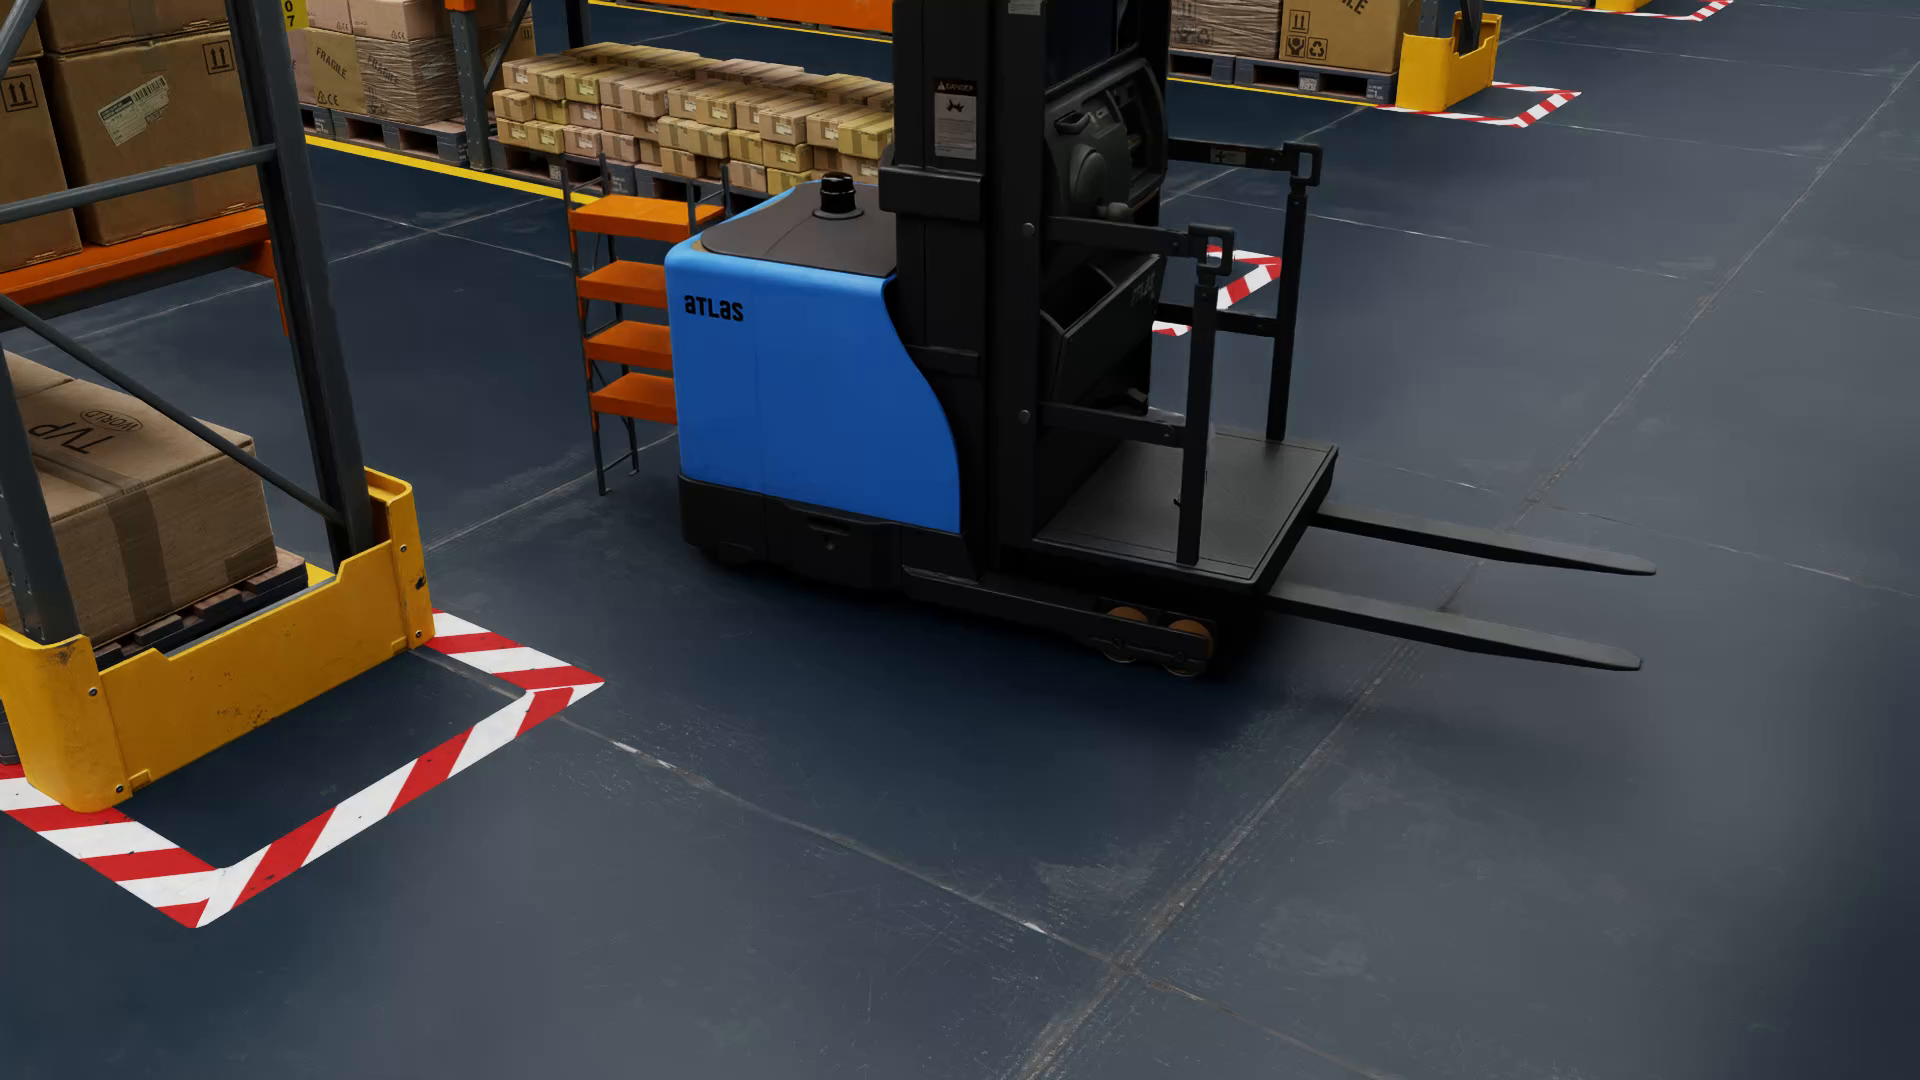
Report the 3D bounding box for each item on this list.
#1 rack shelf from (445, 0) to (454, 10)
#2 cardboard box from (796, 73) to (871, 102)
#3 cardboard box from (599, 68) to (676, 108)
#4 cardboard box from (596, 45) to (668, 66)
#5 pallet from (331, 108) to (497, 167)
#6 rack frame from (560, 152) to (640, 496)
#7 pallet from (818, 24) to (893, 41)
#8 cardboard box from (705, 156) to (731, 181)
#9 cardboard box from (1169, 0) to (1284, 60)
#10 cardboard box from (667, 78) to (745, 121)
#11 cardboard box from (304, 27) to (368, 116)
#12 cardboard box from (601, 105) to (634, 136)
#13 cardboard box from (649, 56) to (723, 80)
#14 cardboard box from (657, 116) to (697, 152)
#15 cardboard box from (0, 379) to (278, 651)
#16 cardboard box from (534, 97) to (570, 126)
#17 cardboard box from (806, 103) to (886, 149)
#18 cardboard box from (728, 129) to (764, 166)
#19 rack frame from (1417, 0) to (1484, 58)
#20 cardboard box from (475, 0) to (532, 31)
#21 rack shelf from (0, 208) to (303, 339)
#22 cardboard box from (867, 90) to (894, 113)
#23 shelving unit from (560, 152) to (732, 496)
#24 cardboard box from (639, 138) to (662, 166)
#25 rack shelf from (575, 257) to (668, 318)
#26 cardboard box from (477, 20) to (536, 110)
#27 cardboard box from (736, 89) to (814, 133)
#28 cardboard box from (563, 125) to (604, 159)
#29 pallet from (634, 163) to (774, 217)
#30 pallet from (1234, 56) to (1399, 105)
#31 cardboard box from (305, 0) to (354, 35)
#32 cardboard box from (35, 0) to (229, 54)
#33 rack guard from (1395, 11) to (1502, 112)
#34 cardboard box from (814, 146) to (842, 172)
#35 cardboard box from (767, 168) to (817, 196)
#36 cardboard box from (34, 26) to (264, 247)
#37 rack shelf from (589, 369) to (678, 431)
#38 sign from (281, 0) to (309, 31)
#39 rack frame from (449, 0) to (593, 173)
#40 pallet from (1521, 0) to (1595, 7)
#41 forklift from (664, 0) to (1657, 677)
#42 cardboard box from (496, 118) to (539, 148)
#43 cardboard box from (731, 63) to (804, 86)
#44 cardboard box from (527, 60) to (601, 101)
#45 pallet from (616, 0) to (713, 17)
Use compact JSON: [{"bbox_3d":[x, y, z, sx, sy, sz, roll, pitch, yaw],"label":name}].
[{"bbox_3d":[-4.324,-3.976,11.048,4.000,0.370,1.077,17,32,30],"label":"rack shelf"},{"bbox_3d":[-0.714,-2.529,9.437,0.250,0.149,0.380,18,32,31],"label":"cardboard box"},{"bbox_3d":[-1.851,-2.601,9.577,0.250,0.149,0.380,16,31,29],"label":"cardboard box"},{"bbox_3d":[-2.002,-2.920,10.204,0.250,0.149,0.380,18,32,31],"label":"cardboard box"},{"bbox_3d":[-3.318,-2.739,10.900,1.213,0.211,1.003,17,32,30],"label":"pallet"},{"bbox_3d":[-1.269,-0.748,5.897,0.015,1.200,0.240,11,29,21],"label":"rack frame"},{"bbox_3d":[-0.462,-4.538,14.435,1.213,0.211,1.003,17,32,30],"label":"pallet"},{"bbox_3d":[-1.205,-2.129,9.306,0.250,0.149,0.380,18,32,32],"label":"cardboard box"},{"bbox_3d":[2.190,-4.192,12.560,0.875,0.875,0.875,17,32,30],"label":"cardboard box"},{"bbox_3d":[-1.416,-2.466,9.312,0.250,0.149,0.380,16,31,28],"label":"cardboard box"},{"bbox_3d":[-3.851,-3.083,10.795,0.500,0.500,0.500,16,31,29],"label":"cardboard box"},{"bbox_3d":[-1.856,-2.468,9.645,0.250,0.149,0.380,16,31,28],"label":"cardboard box"},{"bbox_3d":[-1.623,-2.762,9.895,0.250,0.149,0.380,18,32,32],"label":"cardboard box"},{"bbox_3d":[-1.471,-2.300,9.315,0.250,0.149,0.380,17,32,30],"label":"cardboard box"},{"bbox_3d":[-2.698,-0.056,4.915,0.875,0.438,0.875,16,31,29],"label":"cardboard box"},{"bbox_3d":[-2.298,-2.588,9.880,0.250,0.149,0.380,18,32,31],"label":"cardboard box"},{"bbox_3d":[-0.596,-2.174,8.738,0.250,0.149,0.380,16,31,28],"label":"cardboard box"},{"bbox_3d":[-1.039,-2.167,9.053,0.250,0.149,0.380,19,33,33],"label":"cardboard box"},{"bbox_3d":[3.513,-4.584,11.450,0.127,3.000,1.000,17,32,30],"label":"rack frame"},{"bbox_3d":[-3.135,-3.478,10.744,0.500,0.250,0.500,16,31,28],"label":"cardboard box"},{"bbox_3d":[-3.746,-1.072,5.342,4.000,0.370,1.077,17,32,30],"label":"rack shelf"},{"bbox_3d":[-0.299,-2.370,9.124,0.250,0.149,0.380,16,31,28],"label":"cardboard box"},{"bbox_3d":[-1.045,-0.707,5.808,0.503,1.200,0.258,11,29,21],"label":"shelving unit"},{"bbox_3d":[-1.624,-2.270,9.584,0.250,0.149,0.380,16,31,28],"label":"cardboard box"},{"bbox_3d":[-1.047,-0.846,5.738,0.480,0.148,0.258,11,29,21],"label":"rack shelf"},{"bbox_3d":[-3.134,-3.145,10.915,0.500,0.500,0.500,19,32,32],"label":"cardboard box"},{"bbox_3d":[-1.003,-2.331,9.047,0.250,0.149,0.380,16,31,29],"label":"cardboard box"},{"bbox_3d":[-2.103,-2.373,9.786,0.250,0.149,0.380,17,32,30],"label":"cardboard box"},{"bbox_3d":[-1.092,-2.068,9.580,1.213,0.211,1.003,17,32,30],"label":"pallet"},{"bbox_3d":[2.810,-3.517,12.428,1.213,0.211,1.003,17,32,30],"label":"pallet"},{"bbox_3d":[-3.848,-3.424,10.636,0.500,0.250,0.500,19,33,33],"label":"cardboard box"},{"bbox_3d":[-2.332,-1.599,4.372,0.500,0.500,0.500,17,31,29],"label":"cardboard box"},{"bbox_3d":[3.533,-3.464,12.005,0.348,0.500,1.175,17,32,30],"label":"rack guard"},{"bbox_3d":[-0.567,-2.074,8.870,0.250,0.149,0.380,17,31,30],"label":"cardboard box"},{"bbox_3d":[-0.825,-1.958,8.971,0.250,0.149,0.380,16,31,28],"label":"cardboard box"},{"bbox_3d":[-2.330,-1.154,4.600,0.500,0.500,0.500,17,32,30],"label":"cardboard box"},{"bbox_3d":[-1.042,-0.469,5.927,0.480,0.148,0.258,11,29,21],"label":"rack shelf"},{"bbox_3d":[-1.778,-1.506,4.360,0.005,0.325,0.100,17,32,30],"label":"sign"},{"bbox_3d":[-2.675,-3.783,9.876,0.127,3.000,1.000,17,32,30],"label":"rack frame"},{"bbox_3d":[5.660,-5.419,16.166,1.213,0.211,1.003,17,32,30],"label":"pallet"},{"bbox_3d":[0.622,-1.173,4.824,3.031,2.935,1.130,12,29,22],"label":"forklift"},{"bbox_3d":[-2.557,-2.486,10.007,0.250,0.149,0.380,16,31,28],"label":"cardboard box"},{"bbox_3d":[-1.118,-2.663,9.699,0.250,0.149,0.380,16,31,29],"label":"cardboard box"},{"bbox_3d":[-2.315,-2.706,9.783,0.250,0.149,0.380,19,33,33],"label":"cardboard box"},{"bbox_3d":[-2.474,-5.165,15.666,1.213,0.211,1.003,17,32,30],"label":"pallet"}]
